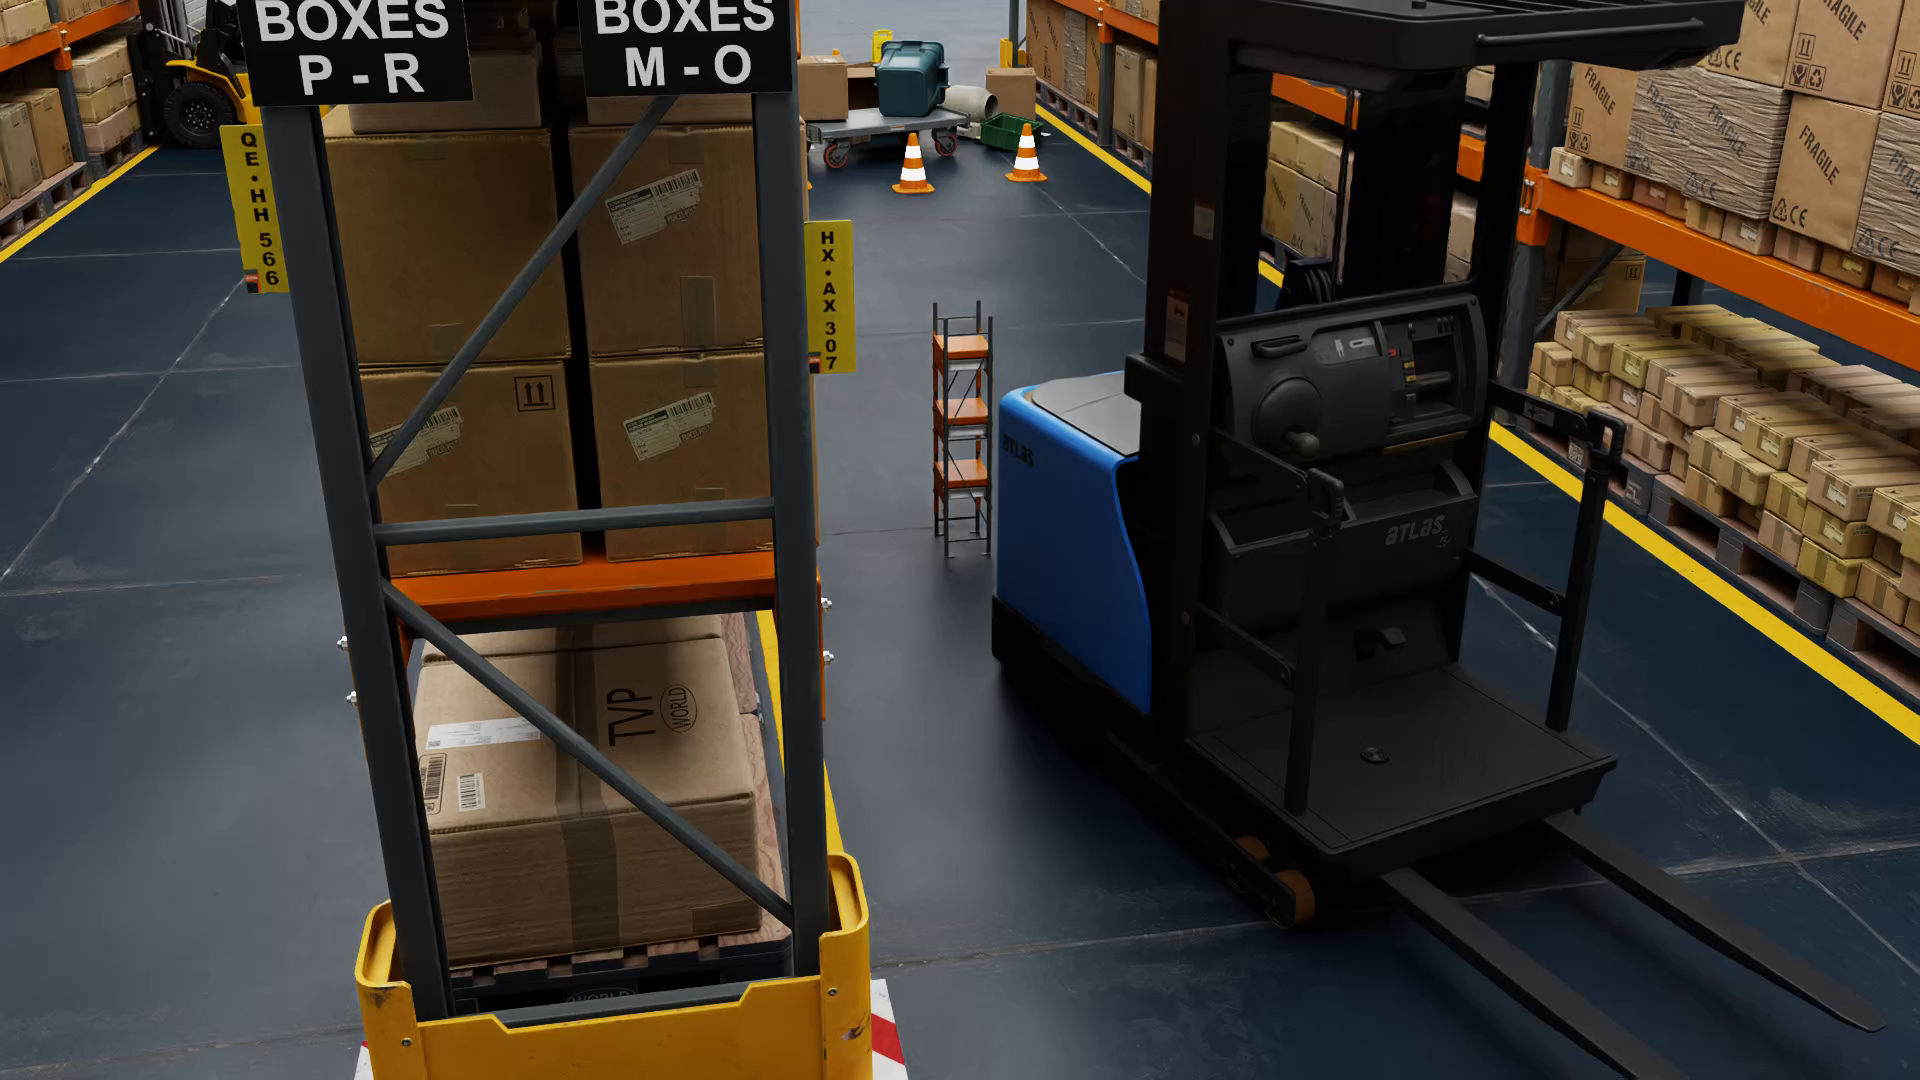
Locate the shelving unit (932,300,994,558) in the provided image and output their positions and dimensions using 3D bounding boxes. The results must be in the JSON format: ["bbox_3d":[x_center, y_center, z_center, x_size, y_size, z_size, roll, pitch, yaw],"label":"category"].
[{"bbox_3d":[0.010,-0.460,6.992,0.215,1.050,0.252,-4,24,-10],"label":"shelving unit"}]

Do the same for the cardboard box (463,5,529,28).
[{"bbox_3d":[-1.288,-1.257,4.195,0.380,0.149,0.250,-4,24,-9],"label":"cardboard box"}]

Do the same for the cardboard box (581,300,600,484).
[{"bbox_3d":[-0.745,-0.486,4.491,0.500,0.500,0.500,-5,24,-11],"label":"cardboard box"}]

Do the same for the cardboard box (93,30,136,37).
[{"bbox_3d":[-8.059,-4.793,16.137,0.500,0.250,0.500,-4,24,-9],"label":"cardboard box"}]

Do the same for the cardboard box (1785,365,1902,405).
[{"bbox_3d":[3.862,-0.649,7.281,0.380,0.149,0.250,-5,24,-12],"label":"cardboard box"}]

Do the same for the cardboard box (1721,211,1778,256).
[{"bbox_3d":[3.311,-1.248,6.674,0.380,0.149,0.250,-3,24,-7],"label":"cardboard box"}]

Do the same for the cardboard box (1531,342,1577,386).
[{"bbox_3d":[3.041,-0.869,8.158,0.380,0.149,0.250,-3,24,-7],"label":"cardboard box"}]

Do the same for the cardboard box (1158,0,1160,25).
[{"bbox_3d":[1.920,-4.384,13.415,0.500,0.500,0.500,-4,24,-9],"label":"cardboard box"}]

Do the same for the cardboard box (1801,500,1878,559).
[{"bbox_3d":[3.444,-0.056,6.295,0.380,0.149,0.250,-4,24,-9],"label":"cardboard box"}]

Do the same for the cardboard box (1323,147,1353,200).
[{"bbox_3d":[2.611,-2.293,10.414,0.500,0.250,0.500,-4,24,-9],"label":"cardboard box"}]

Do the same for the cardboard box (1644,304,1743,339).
[{"bbox_3d":[3.610,-1.051,8.203,0.380,0.149,0.250,-4,24,-8],"label":"cardboard box"}]

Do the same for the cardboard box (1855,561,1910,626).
[{"bbox_3d":[3.556,0.182,6.122,0.380,0.149,0.250,-4,24,-9],"label":"cardboard box"}]

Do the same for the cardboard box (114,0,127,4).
[{"bbox_3d":[-8.019,-5.227,15.345,0.500,0.500,0.500,-4,24,-9],"label":"cardboard box"}]

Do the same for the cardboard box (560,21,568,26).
[{"bbox_3d":[-1.446,-1.306,5.118,0.500,0.500,0.500,-4,24,-10],"label":"cardboard box"}]

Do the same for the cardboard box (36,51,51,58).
[{"bbox_3d":[-8.304,-4.153,14.673,0.500,0.250,0.500,-5,24,-11],"label":"cardboard box"}]

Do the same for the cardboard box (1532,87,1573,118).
[{"bbox_3d":[3.021,-2.232,8.402,0.380,0.149,0.250,-5,24,-11],"label":"cardboard box"}]

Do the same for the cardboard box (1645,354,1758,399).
[{"bbox_3d":[3.307,-0.711,7.425,0.380,0.149,0.250,-5,24,-11],"label":"cardboard box"}]

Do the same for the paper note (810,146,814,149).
[{"bbox_3d":[-1.458,-3.728,15.747,0.148,0.019,0.142,-4,24,-10],"label":"paper note"}]

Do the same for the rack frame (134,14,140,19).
[{"bbox_3d":[-8.654,-5.958,17.145,1.000,3.000,0.127,-4,24,-10],"label":"rack frame"}]

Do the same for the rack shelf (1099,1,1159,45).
[{"bbox_3d":[2.179,-4.044,13.659,1.077,0.370,4.000,-4,24,-10],"label":"rack shelf"}]

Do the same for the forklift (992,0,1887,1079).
[{"bbox_3d":[1.245,-0.444,4.605,1.130,2.935,3.031,-12,26,-25],"label":"forklift"}]

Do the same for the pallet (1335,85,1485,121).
[{"bbox_3d":[2.955,-2.723,9.977,1.003,0.211,1.213,-4,24,-10],"label":"pallet"}]

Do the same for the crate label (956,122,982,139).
[{"bbox_3d":[0.111,-3.992,16.220,0.250,0.136,0.298,18,29,36],"label":"crate label"}]

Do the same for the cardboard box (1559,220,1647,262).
[{"bbox_3d":[3.412,-1.714,9.088,0.500,0.250,0.500,-5,24,-12],"label":"cardboard box"}]

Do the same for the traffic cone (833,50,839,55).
[{"bbox_3d":[-1.401,-5.307,18.823,0.336,0.463,0.334,-4,24,-10],"label":"traffic cone"}]

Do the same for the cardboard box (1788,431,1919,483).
[{"bbox_3d":[3.489,-0.303,6.491,0.380,0.149,0.250,-5,24,-12],"label":"cardboard box"}]

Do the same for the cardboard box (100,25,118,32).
[{"bbox_3d":[-8.655,-4.950,16.496,0.500,0.250,0.500,-4,24,-10],"label":"cardboard box"}]

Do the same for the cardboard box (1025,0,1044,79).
[{"bbox_3d":[1.260,-5.690,18.661,0.875,0.875,0.875,-4,24,-9],"label":"cardboard box"}]

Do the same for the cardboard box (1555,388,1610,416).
[{"bbox_3d":[3.089,-0.627,7.976,0.380,0.149,0.250,-4,24,-8],"label":"cardboard box"}]

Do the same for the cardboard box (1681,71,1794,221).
[{"bbox_3d":[3.289,-1.587,6.639,0.500,0.500,0.500,-5,24,-11],"label":"cardboard box"}]

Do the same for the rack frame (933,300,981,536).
[{"bbox_3d":[-0.013,-0.508,7.102,0.200,1.050,0.008,-4,24,-10],"label":"rack frame"}]

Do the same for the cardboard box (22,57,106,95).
[{"bbox_3d":[-7.695,-3.989,14.297,0.500,0.250,0.500,-5,24,-11],"label":"cardboard box"}]

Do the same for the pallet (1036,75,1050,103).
[{"bbox_3d":[1.294,-5.147,18.770,1.003,0.211,1.213,-4,24,-10],"label":"pallet"}]

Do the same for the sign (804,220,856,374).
[{"bbox_3d":[-0.271,-0.505,3.479,0.100,0.325,0.005,-4,24,-10],"label":"sign"}]

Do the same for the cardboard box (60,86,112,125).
[{"bbox_3d":[-7.700,-3.760,14.396,0.500,0.250,0.500,-4,24,-10],"label":"cardboard box"}]

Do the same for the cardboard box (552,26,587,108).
[{"bbox_3d":[-0.730,-1.093,3.820,0.380,0.149,0.250,-4,24,-8],"label":"cardboard box"}]

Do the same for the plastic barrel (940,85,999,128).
[{"bbox_3d":[0.092,-4.312,16.594,0.512,0.421,0.421,13,27,27],"label":"plastic barrel"}]

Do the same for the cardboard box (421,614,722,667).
[{"bbox_3d":[-1.216,0.336,5.408,0.875,0.438,0.875,-4,24,-8],"label":"cardboard box"}]

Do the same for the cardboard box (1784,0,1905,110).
[{"bbox_3d":[3.400,-1.853,5.999,0.500,0.500,0.500,-5,24,-12],"label":"cardboard box"}]

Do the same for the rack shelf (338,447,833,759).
[{"bbox_3d":[-1.188,-0.491,5.525,1.077,0.370,4.000,-4,24,-10],"label":"rack shelf"}]

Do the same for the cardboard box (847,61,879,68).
[{"bbox_3d":[-0.964,-4.680,17.336,0.637,0.503,0.797,18,29,36],"label":"cardboard box"}]

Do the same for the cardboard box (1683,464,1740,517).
[{"bbox_3d":[3.320,-0.225,7.054,0.380,0.149,0.250,-5,24,-11],"label":"cardboard box"}]

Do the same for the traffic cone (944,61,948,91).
[{"bbox_3d":[-0.228,-5.257,18.708,0.336,0.463,0.334,-4,24,-10],"label":"traffic cone"}]

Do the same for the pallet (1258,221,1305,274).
[{"bbox_3d":[2.692,-2.001,11.568,1.003,0.211,1.213,-4,24,-10],"label":"pallet"}]

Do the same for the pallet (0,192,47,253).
[{"bbox_3d":[-7.511,-2.339,12.342,1.003,0.211,1.213,-4,24,-10],"label":"pallet"}]

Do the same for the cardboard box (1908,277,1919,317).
[{"bbox_3d":[3.530,-0.835,5.727,0.380,0.149,0.250,-5,24,-12],"label":"cardboard box"}]

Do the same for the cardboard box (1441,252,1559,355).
[{"bbox_3d":[2.904,-1.333,9.152,0.500,0.500,0.500,-5,24,-11],"label":"cardboard box"}]

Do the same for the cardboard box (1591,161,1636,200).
[{"bbox_3d":[3.140,-1.666,7.631,0.380,0.149,0.250,-4,24,-8],"label":"cardboard box"}]

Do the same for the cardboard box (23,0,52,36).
[{"bbox_3d":[-7.564,-4.137,13.163,0.500,0.250,0.500,-4,24,-9],"label":"cardboard box"}]

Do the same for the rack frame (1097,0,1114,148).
[{"bbox_3d":[1.809,-5.160,15.317,1.000,3.000,0.127,-4,24,-10],"label":"rack frame"}]

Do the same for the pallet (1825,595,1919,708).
[{"bbox_3d":[3.899,0.486,5.873,1.003,0.211,1.213,-4,24,-10],"label":"pallet"}]

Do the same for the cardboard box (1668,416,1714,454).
[{"bbox_3d":[3.331,-0.467,7.237,0.380,0.149,0.250,-3,24,-7],"label":"cardboard box"}]

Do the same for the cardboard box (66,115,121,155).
[{"bbox_3d":[-7.678,-3.532,14.500,0.500,0.250,0.500,-4,24,-9],"label":"cardboard box"}]

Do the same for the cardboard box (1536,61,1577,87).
[{"bbox_3d":[3.021,-2.369,8.343,0.380,0.149,0.250,-4,24,-8],"label":"cardboard box"}]
